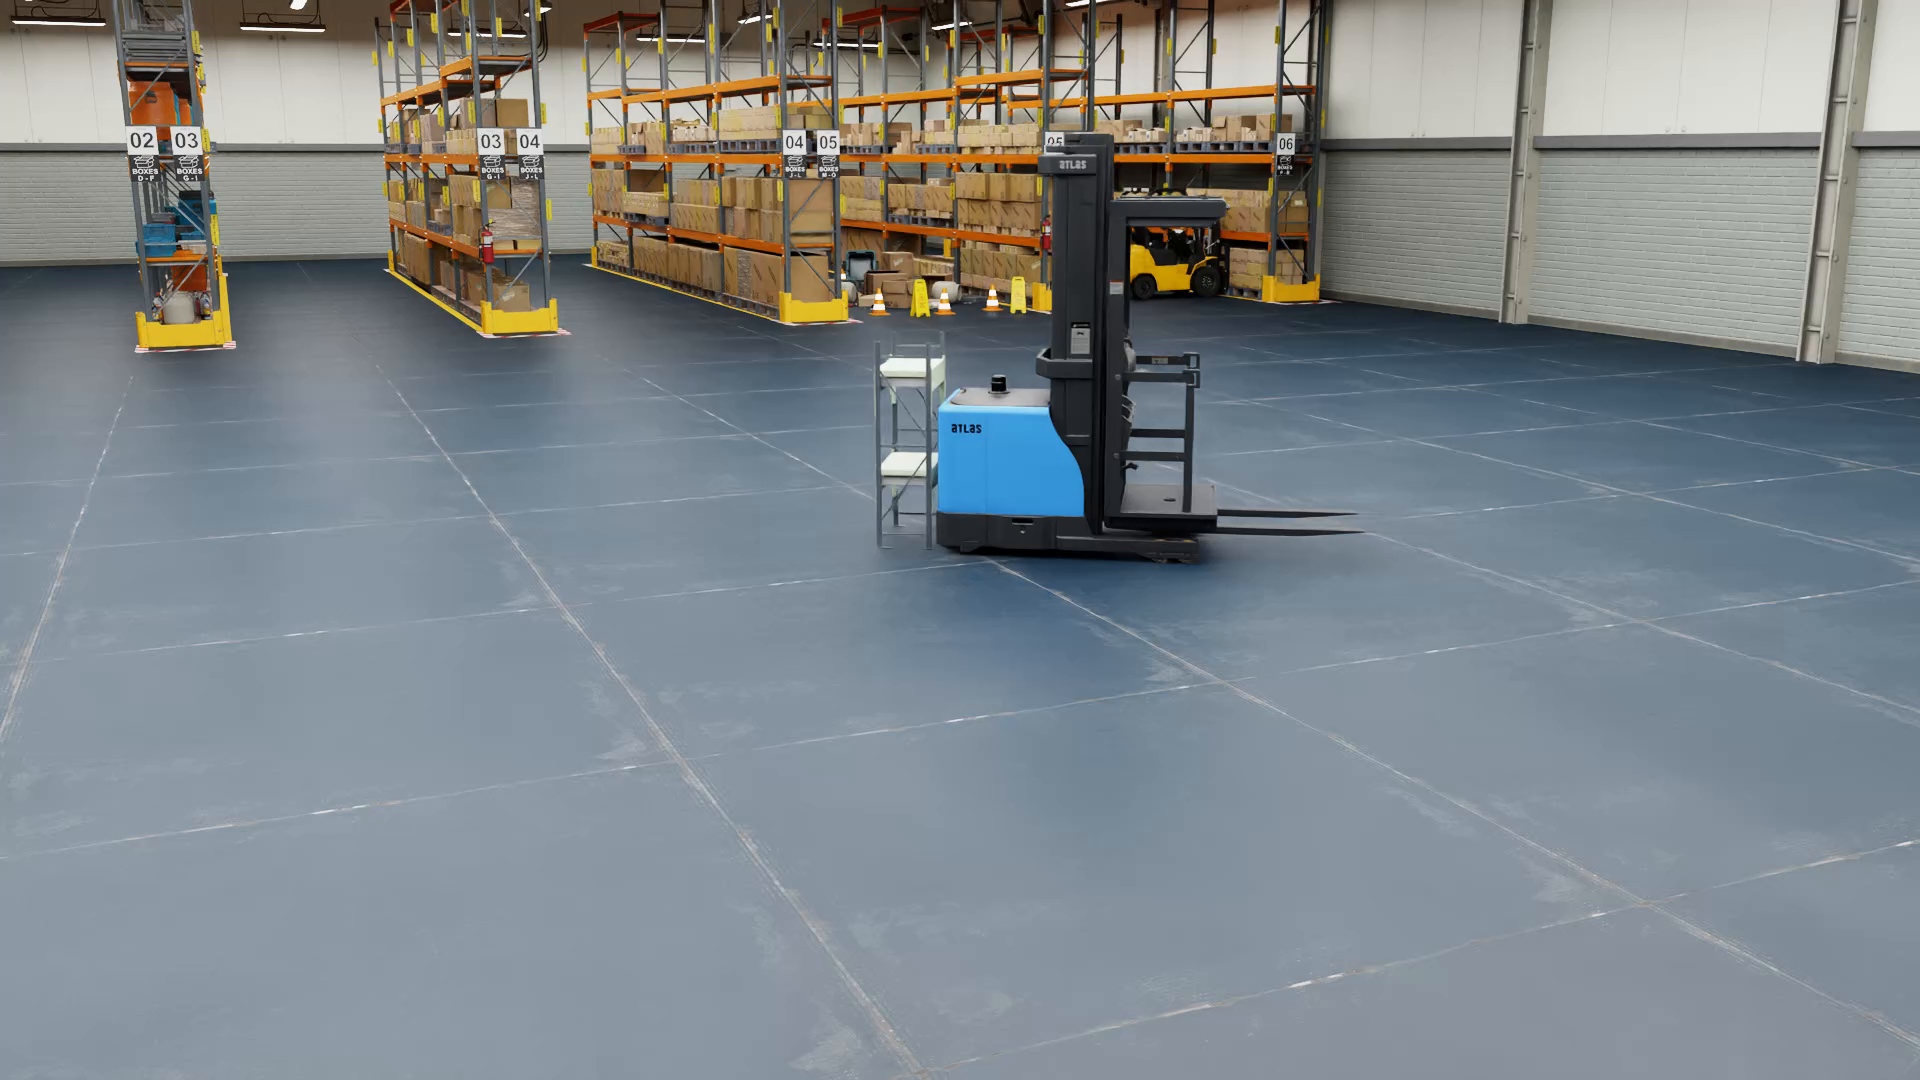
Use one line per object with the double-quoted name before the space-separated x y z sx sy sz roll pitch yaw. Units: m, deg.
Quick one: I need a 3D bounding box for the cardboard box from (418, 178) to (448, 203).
"cardboard box" -11.137 -7.459 35.501 0.797 0.503 0.637 -5 14 -21

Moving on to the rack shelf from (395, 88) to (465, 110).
"rack shelf" -11.127 -9.287 35.023 1.077 0.370 4.000 -6 14 -23

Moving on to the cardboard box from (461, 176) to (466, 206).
"cardboard box" -8.164 -5.926 28.224 0.500 0.500 0.500 -6 14 -23

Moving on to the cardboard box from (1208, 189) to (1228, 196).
"cardboard box" 5.348 -7.172 34.388 0.380 0.149 0.250 -6 14 -23

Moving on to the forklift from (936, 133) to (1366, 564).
"forklift" 1.387 -1.390 11.877 3.031 2.935 1.130 2 13 8

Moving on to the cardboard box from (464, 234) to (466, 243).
"cardboard box" -8.390 -5.220 28.830 0.380 0.149 0.250 -6 14 -23

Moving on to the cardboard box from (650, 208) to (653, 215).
"cardboard box" -6.561 -7.171 36.327 0.380 0.149 0.250 -5 14 -22

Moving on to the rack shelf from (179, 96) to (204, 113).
"rack shelf" -17.267 -9.666 36.660 1.077 0.370 4.000 -6 14 -23

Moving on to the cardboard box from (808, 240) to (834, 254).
"cardboard box" -3.360 -7.499 42.869 0.875 0.438 0.875 -6 14 -25

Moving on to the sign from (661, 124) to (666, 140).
"sign" -6.239 -8.588 35.027 0.100 0.325 0.005 -6 14 -23

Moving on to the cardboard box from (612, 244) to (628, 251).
"cardboard box" -8.314 -7.169 40.762 0.380 0.149 0.250 -6 14 -25

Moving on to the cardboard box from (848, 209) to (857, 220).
"cardboard box" -2.322 -7.712 39.372 0.500 0.250 0.500 -6 14 -24

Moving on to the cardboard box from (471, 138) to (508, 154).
"cardboard box" -7.547 -6.309 26.656 0.500 0.250 0.500 -5 14 -22

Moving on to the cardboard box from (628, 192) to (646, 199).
"cardboard box" -7.389 -7.889 38.110 0.380 0.149 0.250 -5 14 -22

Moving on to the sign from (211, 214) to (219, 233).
"sign" -12.753 -5.405 28.458 0.100 0.325 0.005 -6 14 -23

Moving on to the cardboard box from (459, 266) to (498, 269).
"cardboard box" -9.123 -4.896 31.439 0.700 0.500 0.500 -6 14 -23

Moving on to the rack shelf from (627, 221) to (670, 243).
"rack shelf" -6.542 -6.986 37.500 1.077 0.370 4.000 -6 14 -23

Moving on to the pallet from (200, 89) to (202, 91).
"pallet" -16.107 -9.343 34.089 1.003 0.211 1.213 -6 14 -23

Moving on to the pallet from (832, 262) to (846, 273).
"pallet" -2.470 -6.707 40.881 1.003 0.211 1.213 -6 14 -23

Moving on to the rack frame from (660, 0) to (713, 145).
"rack frame" -5.741 -9.846 34.957 1.000 3.000 0.127 -6 14 -23

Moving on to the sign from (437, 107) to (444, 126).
"sign" -9.230 -7.524 29.556 0.100 0.325 0.005 -6 14 -23

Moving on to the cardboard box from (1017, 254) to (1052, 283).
"cardboard box" 1.399 -5.111 31.305 0.500 0.500 0.500 -6 14 -23

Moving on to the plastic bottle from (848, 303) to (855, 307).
"plastic bottle" -2.113 -4.422 31.342 0.283 0.061 0.133 -12 18 -42

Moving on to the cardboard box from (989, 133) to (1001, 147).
"cardboard box" 0.890 -7.668 31.871 0.500 0.250 0.500 -5 14 -22

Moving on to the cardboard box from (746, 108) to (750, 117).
"cardboard box" -3.593 -7.606 29.563 0.380 0.149 0.250 -6 14 -23

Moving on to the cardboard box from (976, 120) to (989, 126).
"cardboard box" 0.281 -8.661 34.778 0.500 0.250 0.500 -6 14 -24

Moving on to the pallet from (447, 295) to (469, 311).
"pallet" -9.037 -4.472 31.226 1.003 0.211 1.213 -6 14 -23

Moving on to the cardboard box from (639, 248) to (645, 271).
"cardboard box" -7.076 -6.451 38.204 0.500 0.500 0.500 -5 14 -20

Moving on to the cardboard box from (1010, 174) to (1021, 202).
"cardboard box" 1.359 -6.611 31.182 0.700 0.500 0.500 -5 14 -22

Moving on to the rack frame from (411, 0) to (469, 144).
"rack frame" -10.326 -9.419 33.111 1.000 3.000 0.127 -6 14 -23

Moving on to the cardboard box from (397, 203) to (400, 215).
"cardboard box" -12.759 -7.675 38.550 0.500 0.250 0.500 -5 14 -22

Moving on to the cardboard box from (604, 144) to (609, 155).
"cardboard box" -8.378 -9.527 40.561 0.500 0.250 0.500 -6 14 -23

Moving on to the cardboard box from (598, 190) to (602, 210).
"cardboard box" -8.781 -8.544 41.753 0.500 0.500 0.500 -6 14 -23

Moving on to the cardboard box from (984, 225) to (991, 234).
"cardboard box" 0.693 -6.084 32.561 0.380 0.149 0.250 -6 14 -23

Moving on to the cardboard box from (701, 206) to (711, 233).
"cardboard box" -4.795 -6.334 32.864 0.500 0.500 0.500 -6 14 -24

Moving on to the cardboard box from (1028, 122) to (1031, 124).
"cardboard box" 1.884 -10.549 42.471 0.396 0.266 0.258 -6 14 -24

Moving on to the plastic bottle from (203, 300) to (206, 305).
"plastic bottle" -12.237 -3.755 27.017 0.097 0.271 0.097 0 13 0

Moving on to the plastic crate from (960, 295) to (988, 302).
"plastic crate" 0.234 -4.744 32.692 0.402 0.080 0.583 -12 18 -42

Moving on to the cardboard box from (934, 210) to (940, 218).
"cardboard box" -0.328 -6.835 34.875 0.380 0.149 0.250 -6 14 -24

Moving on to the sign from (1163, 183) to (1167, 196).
"sign" 4.410 -7.489 35.683 0.100 0.325 0.005 -6 14 -23

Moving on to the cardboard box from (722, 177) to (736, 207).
"cardboard box" -4.022 -6.617 31.581 0.875 0.550 0.550 -6 14 -23

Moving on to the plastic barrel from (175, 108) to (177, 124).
"plastic barrel" -12.232 -6.378 25.275 0.600 0.588 0.600 0 13 0

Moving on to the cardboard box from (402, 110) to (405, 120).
"cardboard box" -12.730 -9.860 38.629 0.500 0.250 0.500 -6 14 -25

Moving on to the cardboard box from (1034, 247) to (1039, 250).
"cardboard box" 2.105 -7.321 41.962 0.500 0.500 0.500 -6 14 -25

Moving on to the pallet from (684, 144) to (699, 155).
"pallet" -4.983 -7.934 33.765 1.003 0.211 1.213 -5 14 -20

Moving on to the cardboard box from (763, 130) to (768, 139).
"cardboard box" -3.183 -7.006 28.742 0.380 0.149 0.250 -5 14 -22

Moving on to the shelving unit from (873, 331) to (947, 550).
"shelving unit" -0.360 -0.749 12.279 0.431 1.500 0.755 2 13 7

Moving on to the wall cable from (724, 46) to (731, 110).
"wall cable" -6.987 -13.117 49.088 0.463 3.000 0.029 -6 14 -23

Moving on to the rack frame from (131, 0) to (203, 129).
"rack frame" -14.864 -8.972 31.178 1.000 3.000 0.127 -6 14 -23

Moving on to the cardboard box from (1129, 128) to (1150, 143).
"cardboard box" 4.083 -8.972 36.874 0.500 0.311 0.500 -6 14 -25

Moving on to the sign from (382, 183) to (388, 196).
"sign" -14.041 -8.561 40.611 0.100 0.325 0.005 -6 14 -23

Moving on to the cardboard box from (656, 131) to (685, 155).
"cardboard box" -6.202 -8.529 35.694 0.500 0.500 0.500 -6 14 -23

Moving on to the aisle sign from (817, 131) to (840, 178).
"aisle sign" -2.233 -6.550 28.252 0.394 0.787 0.004 -6 14 -23

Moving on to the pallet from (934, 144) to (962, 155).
"pallet" 0.207 -8.072 34.360 1.213 0.211 1.003 -6 14 -23
